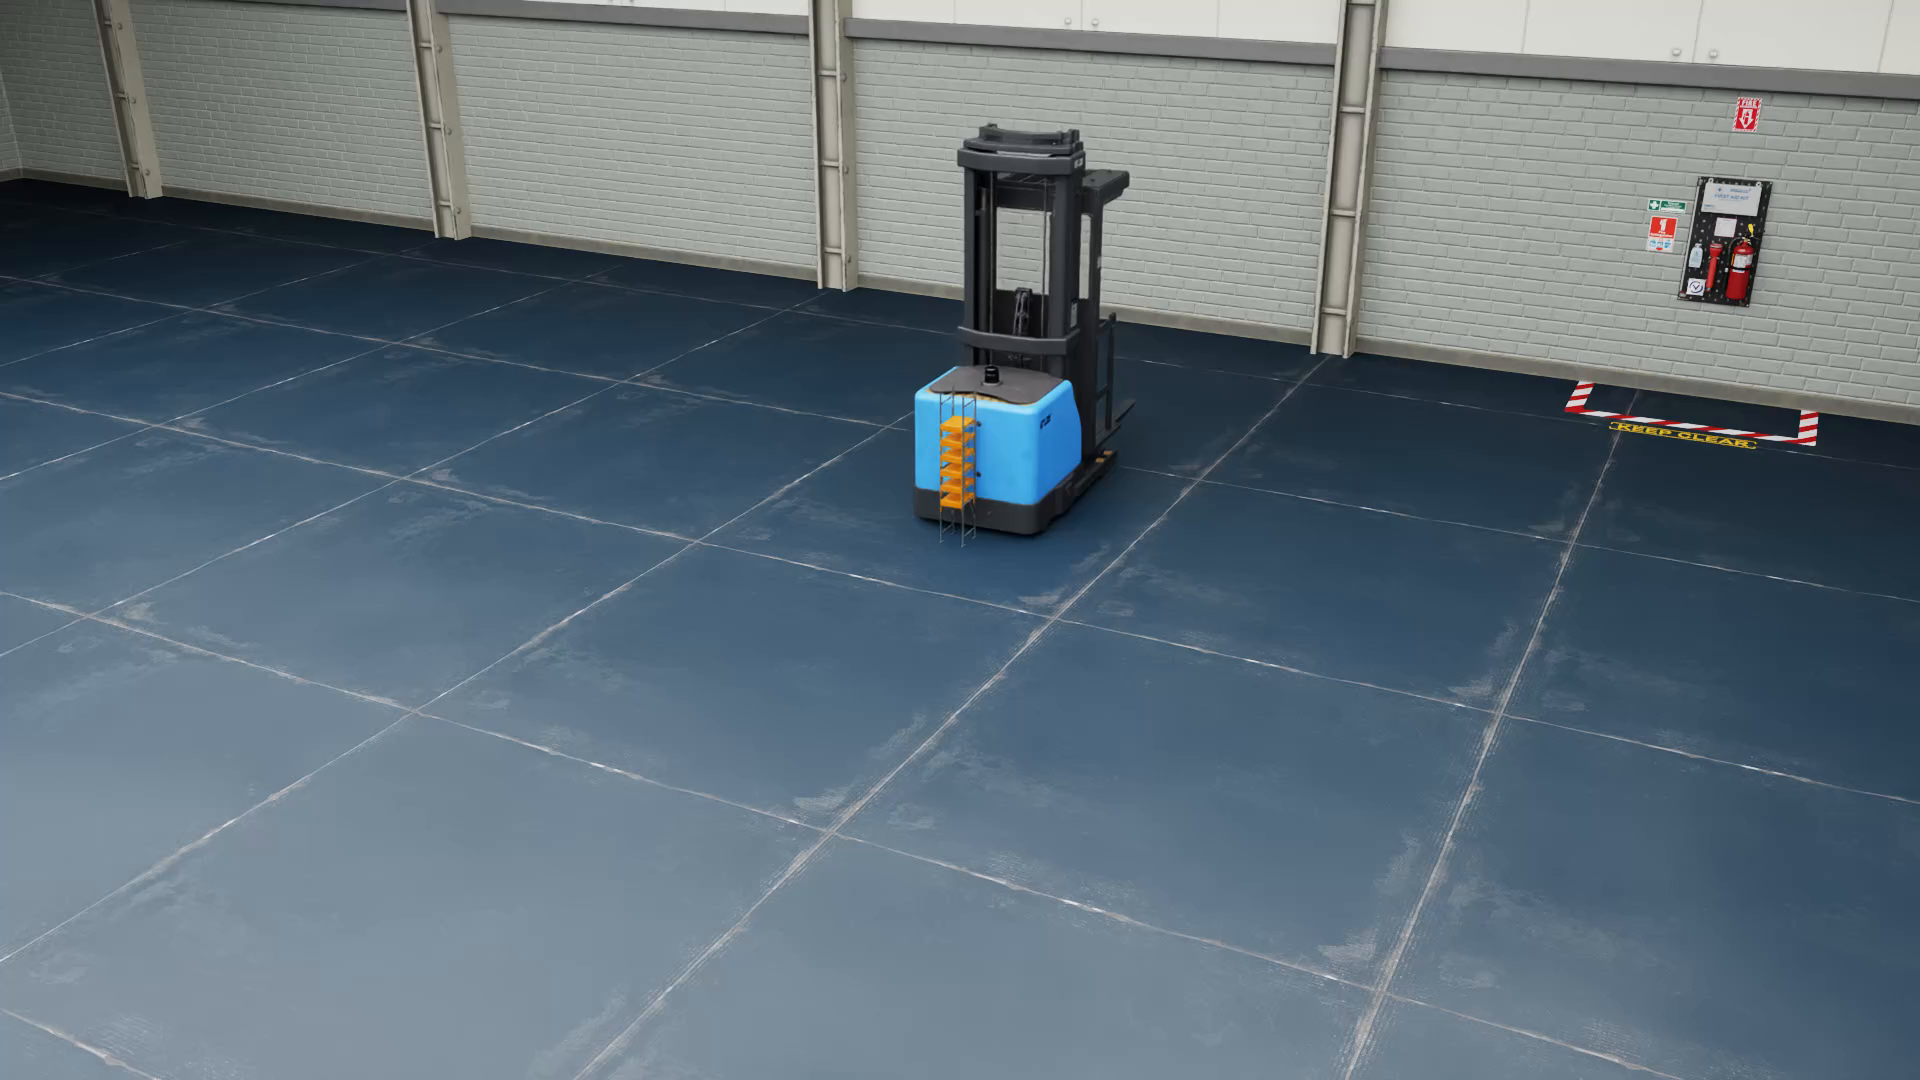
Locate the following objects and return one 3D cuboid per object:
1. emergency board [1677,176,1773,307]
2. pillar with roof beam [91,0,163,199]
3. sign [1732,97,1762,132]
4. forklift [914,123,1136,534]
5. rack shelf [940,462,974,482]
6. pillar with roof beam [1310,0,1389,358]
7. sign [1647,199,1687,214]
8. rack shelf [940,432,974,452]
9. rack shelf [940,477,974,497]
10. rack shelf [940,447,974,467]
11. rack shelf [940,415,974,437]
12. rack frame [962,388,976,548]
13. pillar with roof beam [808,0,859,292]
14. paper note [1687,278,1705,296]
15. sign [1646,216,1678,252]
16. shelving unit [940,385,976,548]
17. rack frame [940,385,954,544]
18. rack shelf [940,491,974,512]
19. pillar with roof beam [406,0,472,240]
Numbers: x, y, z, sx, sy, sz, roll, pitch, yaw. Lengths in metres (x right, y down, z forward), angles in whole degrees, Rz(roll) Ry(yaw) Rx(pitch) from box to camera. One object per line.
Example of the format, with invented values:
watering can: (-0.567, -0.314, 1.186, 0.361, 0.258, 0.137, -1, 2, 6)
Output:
emergency board: (7.068, -2.737, 15.378, 0.643, 1.169, 0.194, 11, 25, 25)
pillar with roof beam: (-14.105, -7.782, 19.576, 0.400, 9.000, 9.100, 11, 25, 25)
sign: (7.105, -3.840, 15.010, 0.199, 0.298, 0.001, 11, 25, 25)
forklift: (0.695, -1.937, 13.586, 1.130, 2.935, 3.031, 10, 25, 22)
rack shelf: (-0.015, -0.511, 12.558, 0.180, 0.103, 0.258, 10, 25, 23)
pillar with roof beam: (1.959, -4.604, 12.103, 0.400, 9.000, 9.100, 11, 25, 25)
sign: (6.621, -3.127, 15.573, 0.331, 0.109, 0.001, 11, 25, 25)
rack shelf: (-0.015, -0.732, 12.464, 0.180, 0.103, 0.258, 10, 25, 23)
rack shelf: (-0.015, -0.400, 12.605, 0.180, 0.103, 0.258, 10, 25, 23)
rack shelf: (-0.015, -0.621, 12.511, 0.180, 0.103, 0.258, 10, 25, 23)
rack shelf: (-0.015, -0.842, 12.417, 0.180, 0.103, 0.258, 10, 25, 23)
rack frame: (0.068, -0.537, 12.505, 0.006, 1.200, 0.240, 10, 25, 23)
pillar with roof beam: (-3.396, -5.663, 14.594, 0.400, 9.000, 9.100, 11, 25, 25)
paper note: (6.941, -2.387, 15.681, 0.142, 0.148, 0.016, 11, 25, 25)
sign: (6.621, -2.887, 15.686, 0.234, 0.329, 0.001, 11, 25, 25)
shelving unit: (-0.015, -0.552, 12.540, 0.189, 1.200, 0.258, 10, 25, 23)
rack frame: (-0.098, -0.567, 12.575, 0.006, 1.200, 0.240, 10, 25, 23)
rack shelf: (-0.015, -0.290, 12.652, 0.180, 0.103, 0.258, 10, 25, 23)
pillar with roof beam: (-8.750, -6.723, 17.085, 0.400, 9.000, 9.100, 11, 25, 25)
